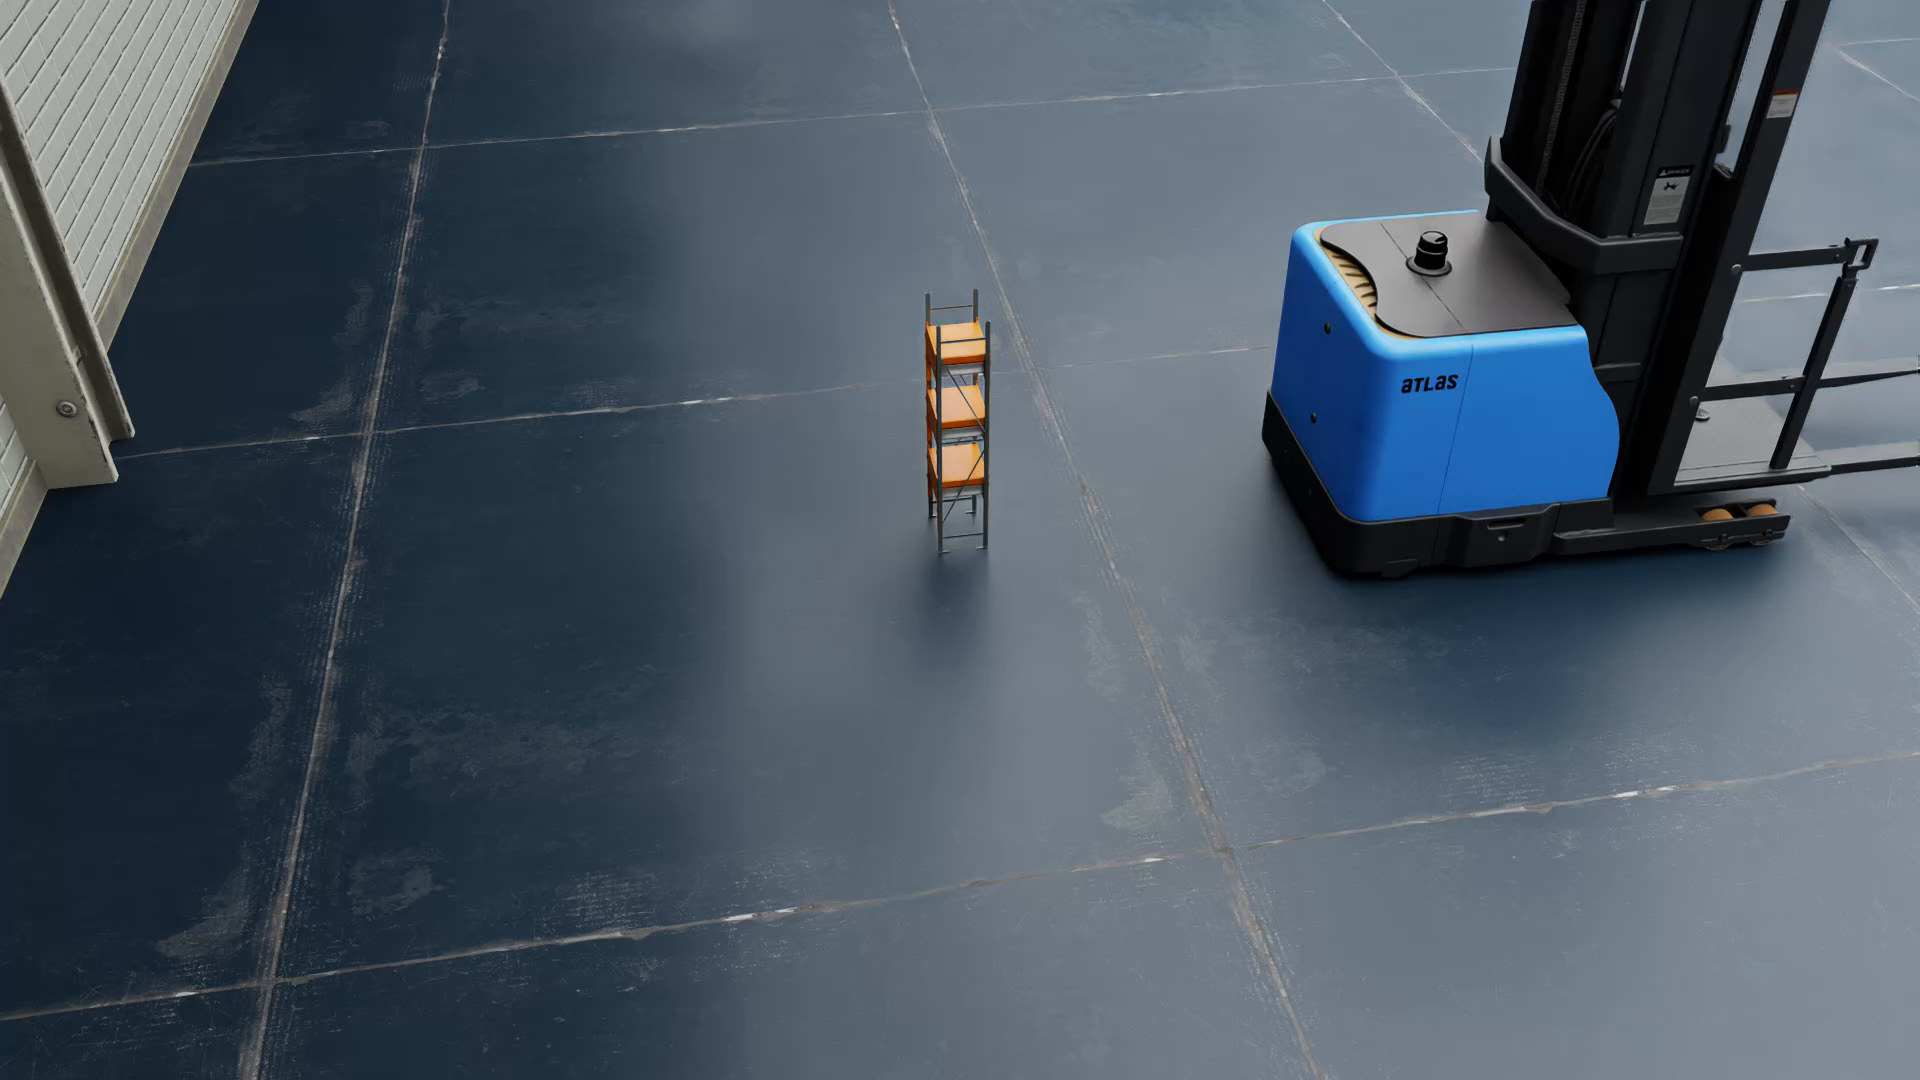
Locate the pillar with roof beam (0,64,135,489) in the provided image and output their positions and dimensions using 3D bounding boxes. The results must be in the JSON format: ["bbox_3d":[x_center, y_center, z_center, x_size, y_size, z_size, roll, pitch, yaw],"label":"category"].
[{"bbox_3d":[0.465,-4.365,5.034,9.100,9.000,0.400,-6,38,-8],"label":"pillar with roof beam"}]

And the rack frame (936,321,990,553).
[{"bbox_3d":[0.012,-0.373,6.375,0.200,1.050,0.008,-6,38,-8],"label":"rack frame"}]

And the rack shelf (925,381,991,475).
[{"bbox_3d":[-0.009,-0.439,6.476,0.215,0.259,0.240,-6,38,-8],"label":"rack shelf"}]

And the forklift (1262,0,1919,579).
[{"bbox_3d":[2.871,-1.431,6.204,3.031,2.935,1.130,-6,38,-7],"label":"forklift"}]

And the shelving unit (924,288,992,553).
[{"bbox_3d":[-0.009,-0.447,6.470,0.215,1.050,0.252,-6,38,-8],"label":"shelving unit"}]

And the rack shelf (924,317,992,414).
[{"bbox_3d":[-0.009,-0.663,6.302,0.215,0.259,0.240,-6,38,-8],"label":"rack shelf"}]

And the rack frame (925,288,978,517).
[{"bbox_3d":[-0.031,-0.521,6.564,0.200,1.050,0.008,-6,38,-8],"label":"rack frame"}]

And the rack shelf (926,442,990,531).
[{"bbox_3d":[-0.009,-0.219,6.647,0.215,0.259,0.240,-6,38,-8],"label":"rack shelf"}]
